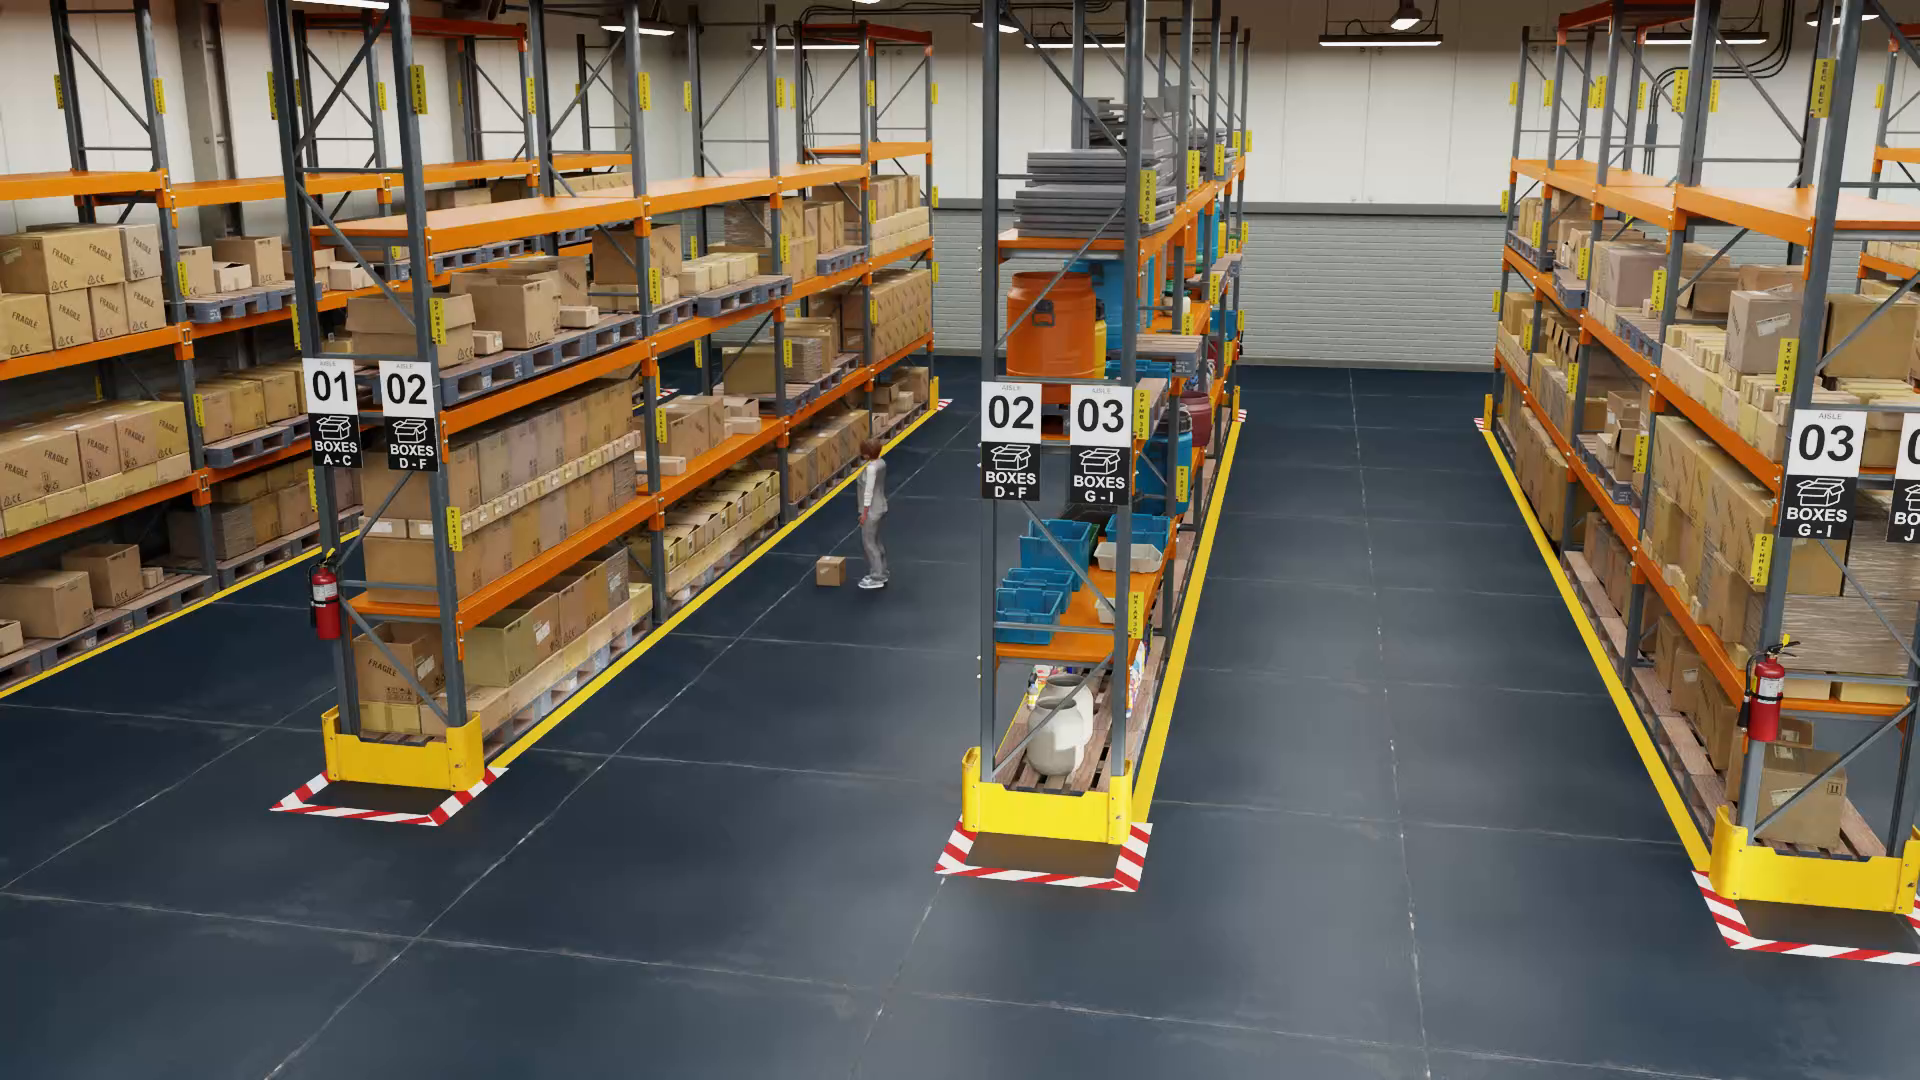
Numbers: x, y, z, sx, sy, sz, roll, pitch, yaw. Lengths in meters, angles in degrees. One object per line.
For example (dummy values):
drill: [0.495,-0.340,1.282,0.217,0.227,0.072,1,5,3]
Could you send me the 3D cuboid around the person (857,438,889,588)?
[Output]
person: [-0.919,-0.286,17.414,0.299,1.596,0.407,3,15,12]
